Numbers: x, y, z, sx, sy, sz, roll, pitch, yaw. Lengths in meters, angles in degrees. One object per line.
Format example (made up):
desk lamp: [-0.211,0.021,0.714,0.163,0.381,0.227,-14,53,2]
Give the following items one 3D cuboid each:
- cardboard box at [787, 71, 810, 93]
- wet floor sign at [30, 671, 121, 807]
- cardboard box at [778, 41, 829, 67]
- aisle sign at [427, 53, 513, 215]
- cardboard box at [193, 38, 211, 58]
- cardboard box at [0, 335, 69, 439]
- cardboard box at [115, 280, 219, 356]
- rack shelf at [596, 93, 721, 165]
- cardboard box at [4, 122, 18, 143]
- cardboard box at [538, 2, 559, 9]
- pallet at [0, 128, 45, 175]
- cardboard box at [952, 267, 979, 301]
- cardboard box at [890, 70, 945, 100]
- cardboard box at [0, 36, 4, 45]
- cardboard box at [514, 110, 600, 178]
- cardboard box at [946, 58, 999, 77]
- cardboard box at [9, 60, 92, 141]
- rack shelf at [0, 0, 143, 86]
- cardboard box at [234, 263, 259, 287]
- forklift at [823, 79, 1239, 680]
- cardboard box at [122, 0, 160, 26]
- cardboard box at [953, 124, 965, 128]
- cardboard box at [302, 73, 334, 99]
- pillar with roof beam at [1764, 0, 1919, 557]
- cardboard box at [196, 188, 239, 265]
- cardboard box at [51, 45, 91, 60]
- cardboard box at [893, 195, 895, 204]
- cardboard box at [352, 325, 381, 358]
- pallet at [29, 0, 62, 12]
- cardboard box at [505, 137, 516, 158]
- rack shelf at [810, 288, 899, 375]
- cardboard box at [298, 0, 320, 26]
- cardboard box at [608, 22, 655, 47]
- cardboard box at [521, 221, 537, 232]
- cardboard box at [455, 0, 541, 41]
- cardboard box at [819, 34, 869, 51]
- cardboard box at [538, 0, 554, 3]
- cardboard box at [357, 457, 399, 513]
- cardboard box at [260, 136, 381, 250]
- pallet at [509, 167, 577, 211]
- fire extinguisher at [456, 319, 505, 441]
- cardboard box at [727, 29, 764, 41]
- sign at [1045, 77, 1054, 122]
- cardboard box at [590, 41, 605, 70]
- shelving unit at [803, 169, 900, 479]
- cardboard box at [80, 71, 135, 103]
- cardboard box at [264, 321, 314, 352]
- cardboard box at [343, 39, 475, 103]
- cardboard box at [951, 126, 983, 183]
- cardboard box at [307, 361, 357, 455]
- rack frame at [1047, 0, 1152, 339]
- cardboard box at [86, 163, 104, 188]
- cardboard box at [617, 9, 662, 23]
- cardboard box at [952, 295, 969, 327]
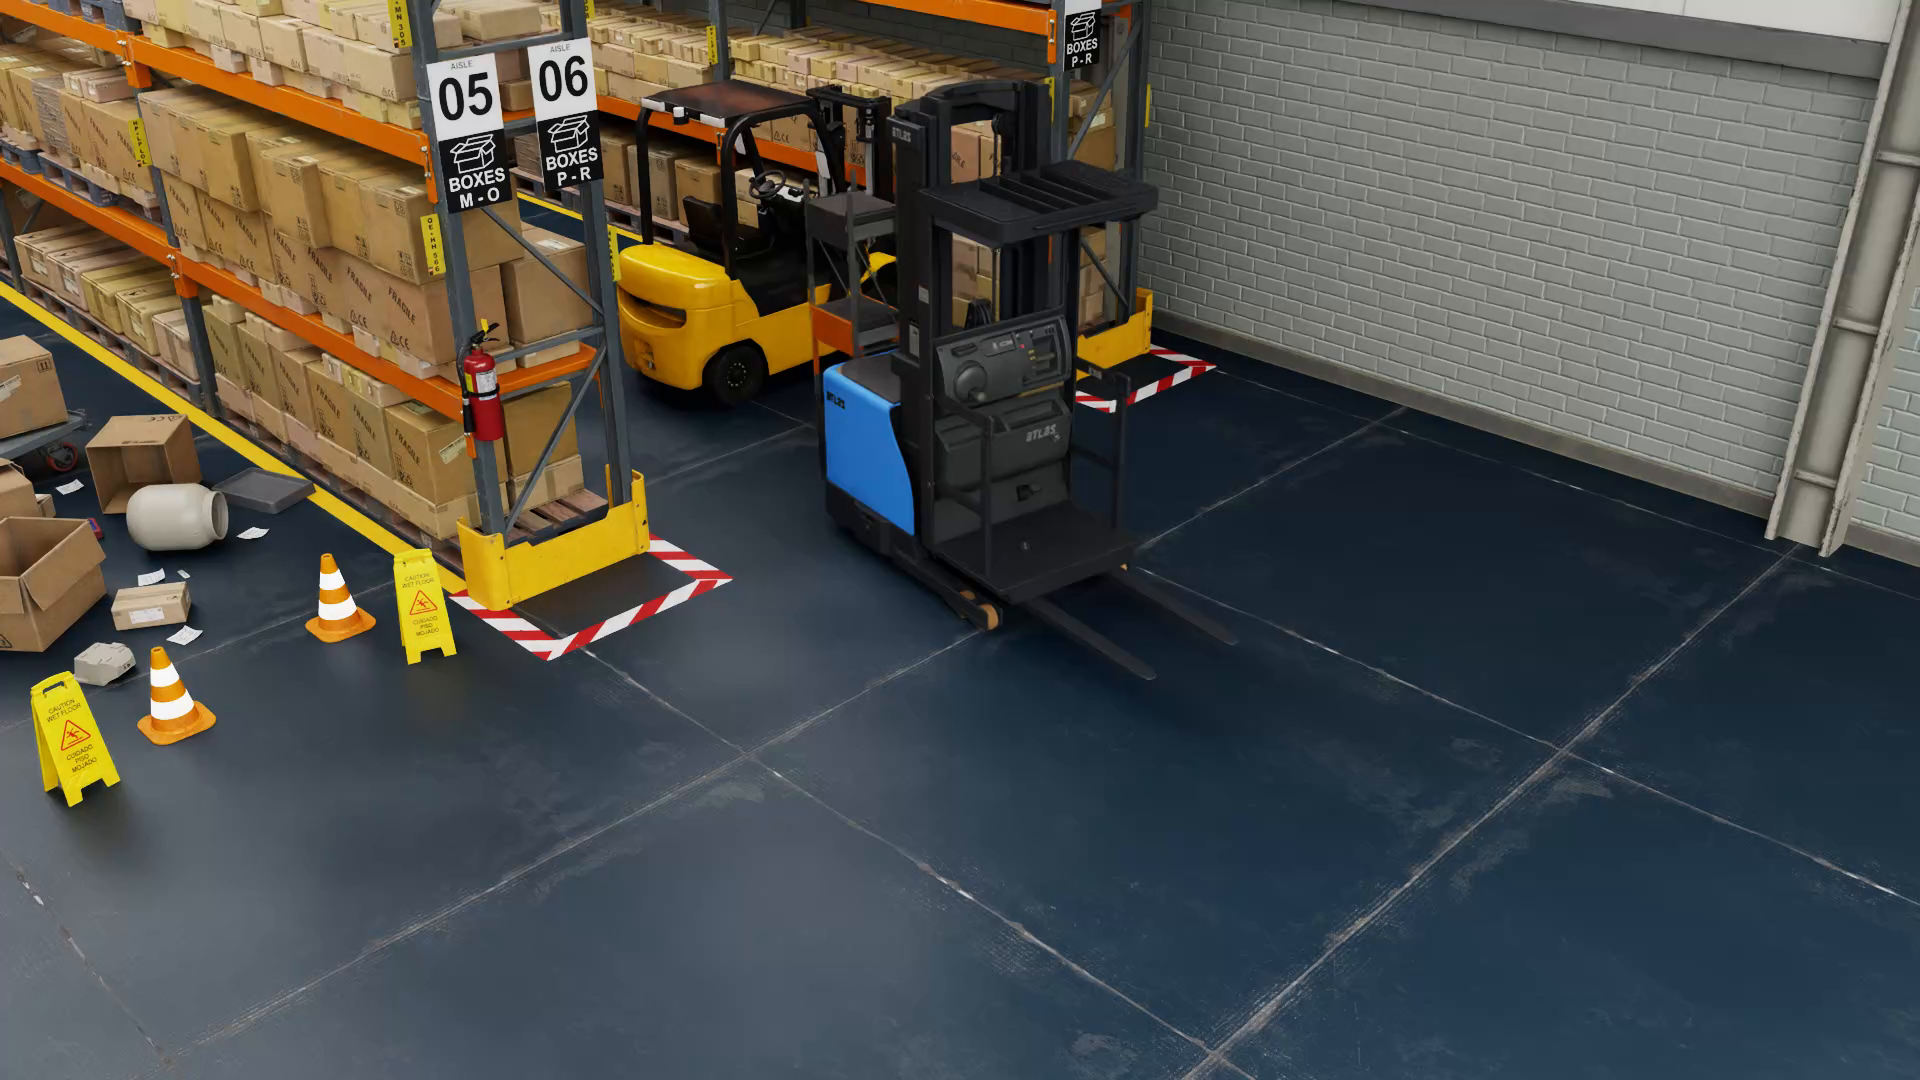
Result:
cardboard box: [-1.250,-3.944,14.216,0.380,0.149,0.250,-24,36,-38]
wet floor sign: [-4.423,0.955,8.233,0.232,0.644,0.267,18,33,30]
cardboard box: [-1.351,-4.194,14.372,0.250,0.149,0.380,24,36,37]
aisle sign: [-2.592,-2.149,8.814,0.004,0.787,0.394,25,36,38]
cardboard box: [-4.683,-3.210,10.673,0.380,0.149,0.250,-24,36,-38]
cardboard box: [-6.512,-1.048,11.386,0.500,0.500,0.500,25,36,38]
cardboard box: [-6.176,-1.847,13.405,0.950,0.372,0.625,-23,35,-36]
rack shelf: [-3.234,-4.403,16.666,4.000,0.370,1.077,25,36,38]
cardboard box: [-7.696,-3.424,13.851,0.250,0.149,0.380,22,35,35]
cardboard box: [-4.247,-5.341,16.874,0.380,0.149,0.250,-24,36,-38]
pallet: [-7.555,-3.443,14.275,1.003,0.211,1.213,25,36,38]
cardboard box: [0.128,-2.176,13.624,0.500,0.250,0.500,24,36,38]
cardboard box: [-0.339,-3.657,13.350,0.380,0.149,0.250,-24,36,-38]
cardboard box: [-8.690,-4.294,14.505,0.500,0.500,0.500,23,36,37]
cardboard box: [-4.225,-4.300,17.799,0.875,0.625,0.625,-24,36,-38]
cardboard box: [0.104,-3.867,13.750,0.250,0.149,0.380,24,36,37]
cardboard box: [-7.219,-3.525,13.345,0.500,0.500,0.500,-25,36,-38]
rack shelf: [-6.712,-4.082,12.833,4.000,0.370,1.077,25,36,38]
cardboard box: [-4.707,-1.866,11.338,0.380,0.149,0.250,-24,36,-38]
forklift: [0.388,-1.018,9.529,1.130,2.935,3.031,-19,33,-31]
cardboard box: [-5.164,-3.579,10.945,0.500,0.250,0.500,24,36,37]
cardboard box: [0.086,-3.378,13.140,0.250,0.149,0.380,24,36,38]
cardboard box: [-3.595,-2.694,9.690,0.250,0.149,0.380,24,36,38]
pillar with roof beam: [2.440,-2.559,5.940,0.400,9.000,9.100,25,36,38]
cardboard box: [-4.793,-2.204,11.285,0.500,0.500,0.500,24,36,38]
cardboard box: [-7.242,-3.866,13.994,0.500,0.500,0.500,24,36,38]
cardboard box: [-0.594,-2.715,14.113,0.500,0.250,0.500,24,36,37]
cardboard box: [-3.481,-1.265,10.197,0.380,0.149,0.250,-25,36,-38]
pallet: [-6.393,-4.239,12.560,1.003,0.211,1.213,25,36,38]
cardboard box: [-5.113,-4.520,18.351,0.500,0.500,0.500,-24,36,-38]
rack shelf: [-0.675,-1.321,11.016,0.431,0.518,0.480,-20,32,-33]
cardboard box: [-3.547,-3.053,9.516,0.250,0.149,0.380,25,36,38]
cardboard box: [-3.139,-4.845,15.930,0.380,0.149,0.250,-25,37,-39]
cardboard box: [-2.948,-1.705,10.337,0.500,0.500,0.500,-24,36,-38]
cardboard box: [-2.544,-2.868,9.165,0.250,0.149,0.380,24,36,38]
cardboard box: [-1.021,-4.350,14.669,0.250,0.149,0.380,24,36,38]
cardboard box: [-4.287,-5.666,17.492,0.380,0.149,0.250,-24,36,-38]
cardboard box: [-3.562,-0.430,10.841,0.500,0.250,0.500,25,37,39]
cardboard box: [-3.742,-2.127,10.065,0.500,0.500,0.700,24,36,38]
pallet: [-4.101,-3.858,17.854,1.213,0.211,1.003,25,36,38]
fire extinguisher: [-2.675,-0.890,9.297,0.183,0.674,0.296,25,36,38]
cardboard box: [-2.063,-4.691,15.637,0.250,0.149,0.380,23,36,37]
sign: [0.654,-3.205,12.117,0.005,0.325,0.100,25,36,38]
cardboard box: [-3.417,-4.804,16.280,0.500,0.250,0.500,-25,36,-38]
shelving unit: [-0.676,-1.333,11.009,0.431,2.100,0.503,-20,32,-33]
cardboard box: [-6.274,-3.365,12.345,0.250,0.149,0.380,23,36,37]
cardboard box: [-4.445,-1.411,11.205,0.380,0.149,0.250,-23,35,-36]
cardboard box: [-2.987,-2.585,9.056,0.500,0.250,0.500,24,36,38]
cardboard box: [0.146,-3.053,13.220,0.500,0.500,0.500,-24,36,-38]
cardboard box: [-3.917,-0.927,10.980,0.500,0.500,0.500,24,36,37]
rack frame: [1.044,-2.763,12.776,0.127,3.000,1.000,25,36,38]
cardboard box: [-6.415,-2.817,12.697,0.380,0.149,0.250,-25,37,-39]
cardboard box: [-3.178,-5.172,16.551,0.380,0.149,0.250,-24,36,-38]
cardboard box: [0.140,-1.946,13.725,0.500,0.250,0.500,25,36,38]
